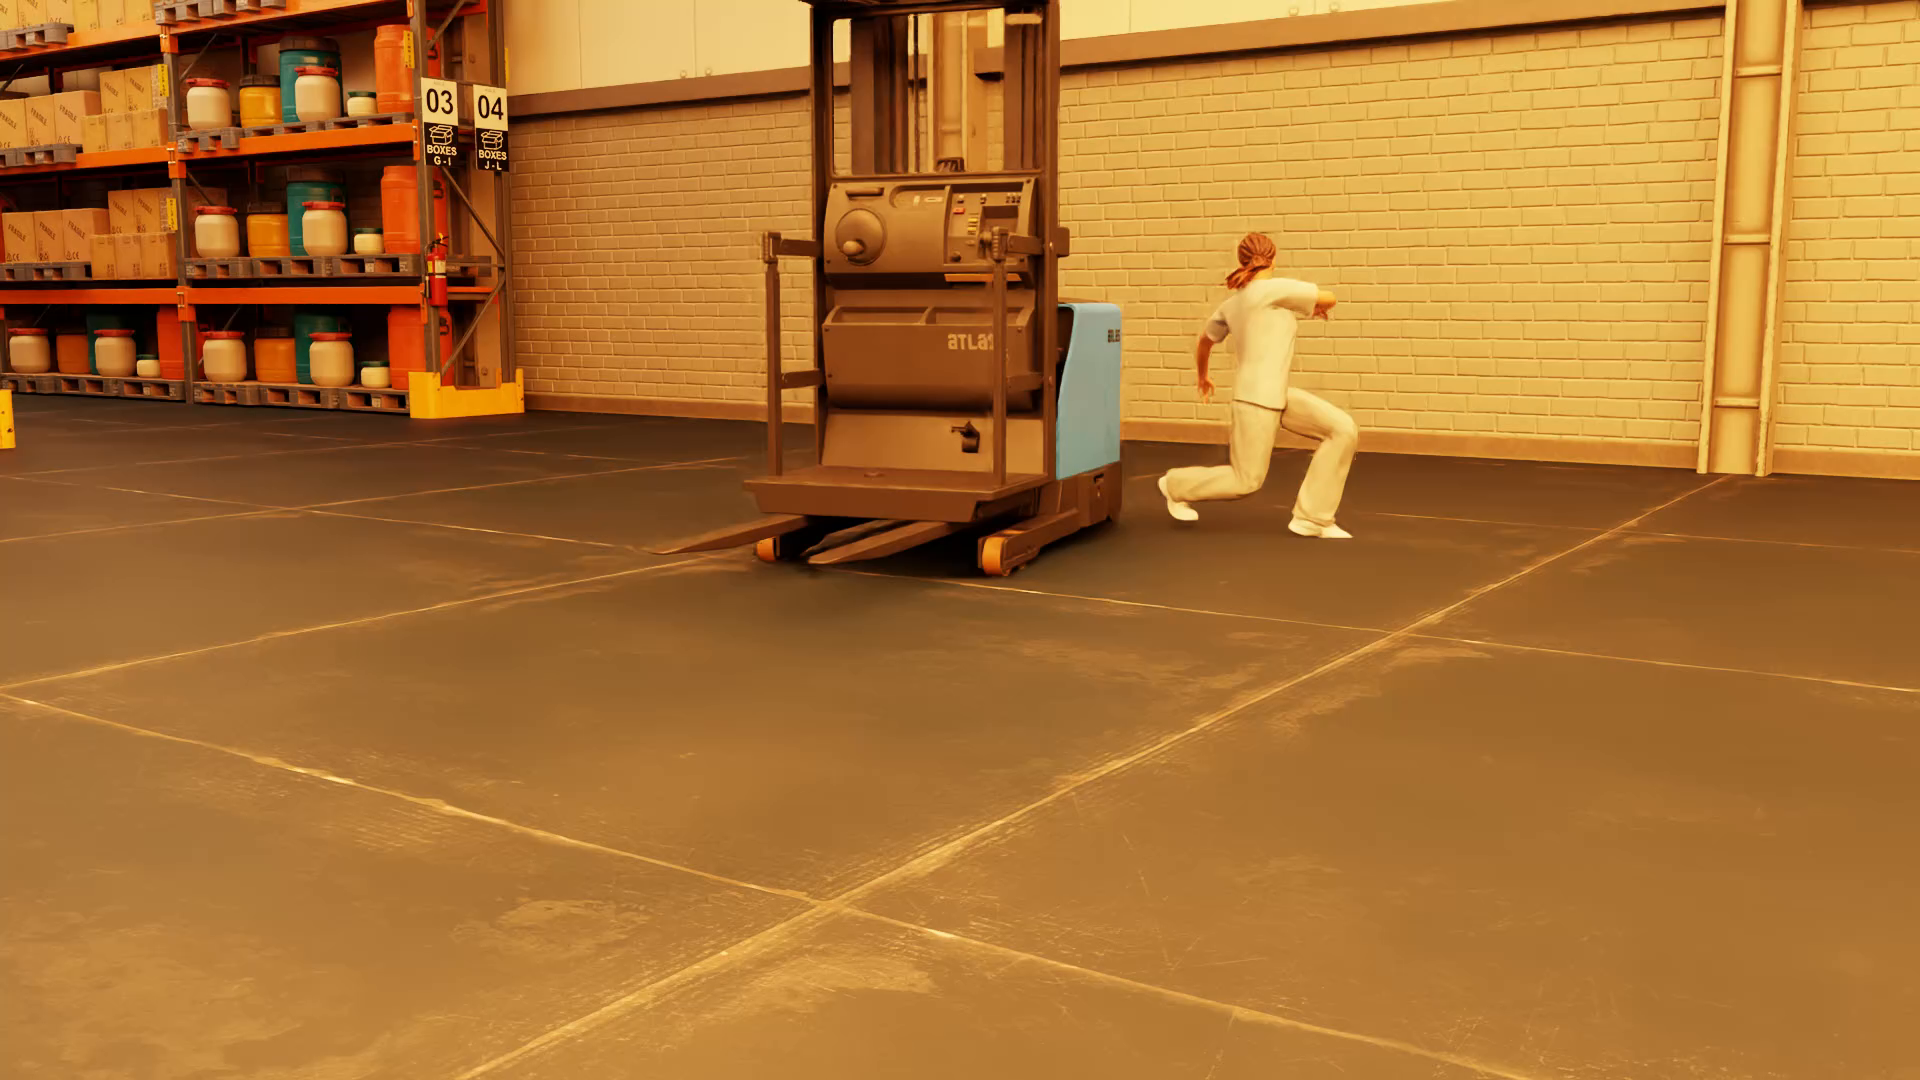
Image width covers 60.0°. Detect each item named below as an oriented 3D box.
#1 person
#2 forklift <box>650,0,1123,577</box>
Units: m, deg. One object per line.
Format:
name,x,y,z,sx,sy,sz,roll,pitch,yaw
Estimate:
person,1.415,-0.723,7.872,0.947,1.439,0.684,2,8,16
forklift,-0.211,-1.370,6.827,1.130,2.935,3.031,3,9,21
